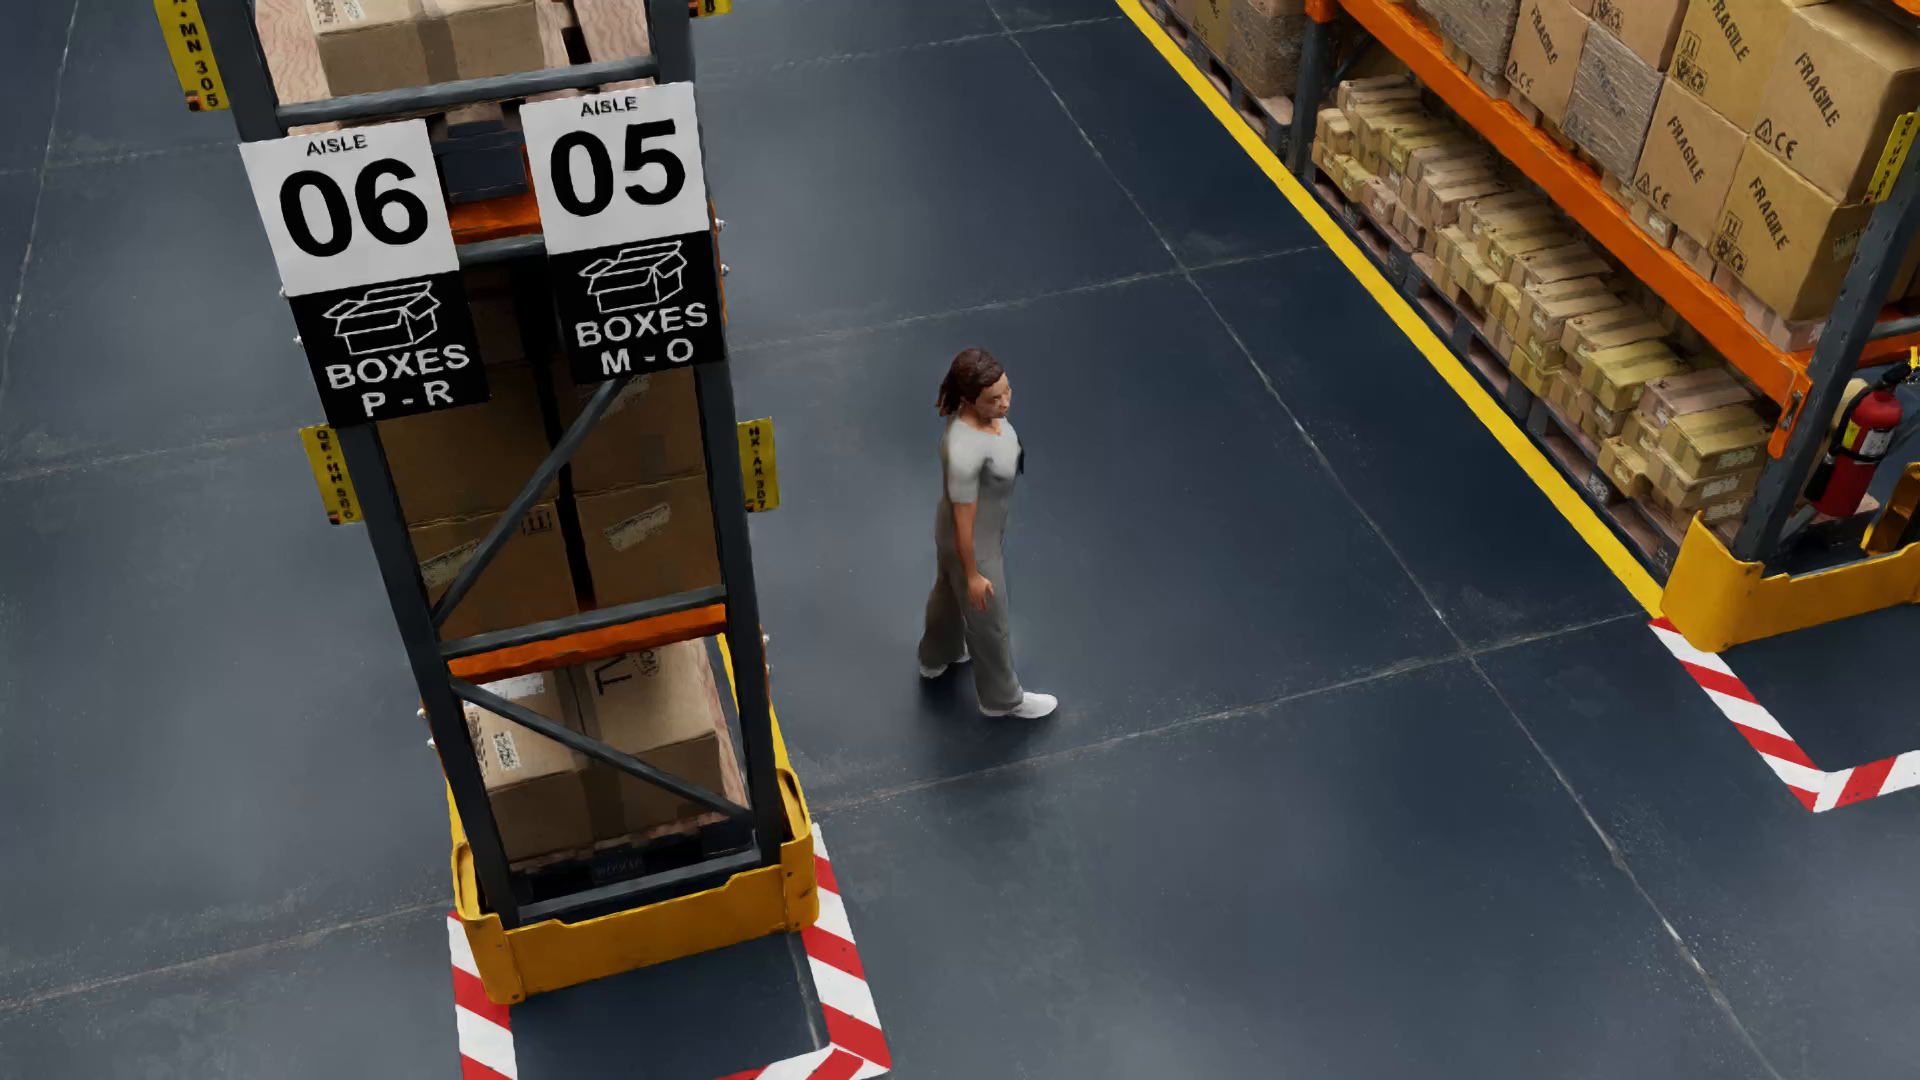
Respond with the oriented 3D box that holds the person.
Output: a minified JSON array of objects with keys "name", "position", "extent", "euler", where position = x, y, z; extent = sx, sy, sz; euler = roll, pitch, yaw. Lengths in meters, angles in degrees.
[{"name":"person","position":[0.104,-0.006,6.133],"extent":[0.571,1.668,0.560],"euler":[2,42,2]}]
